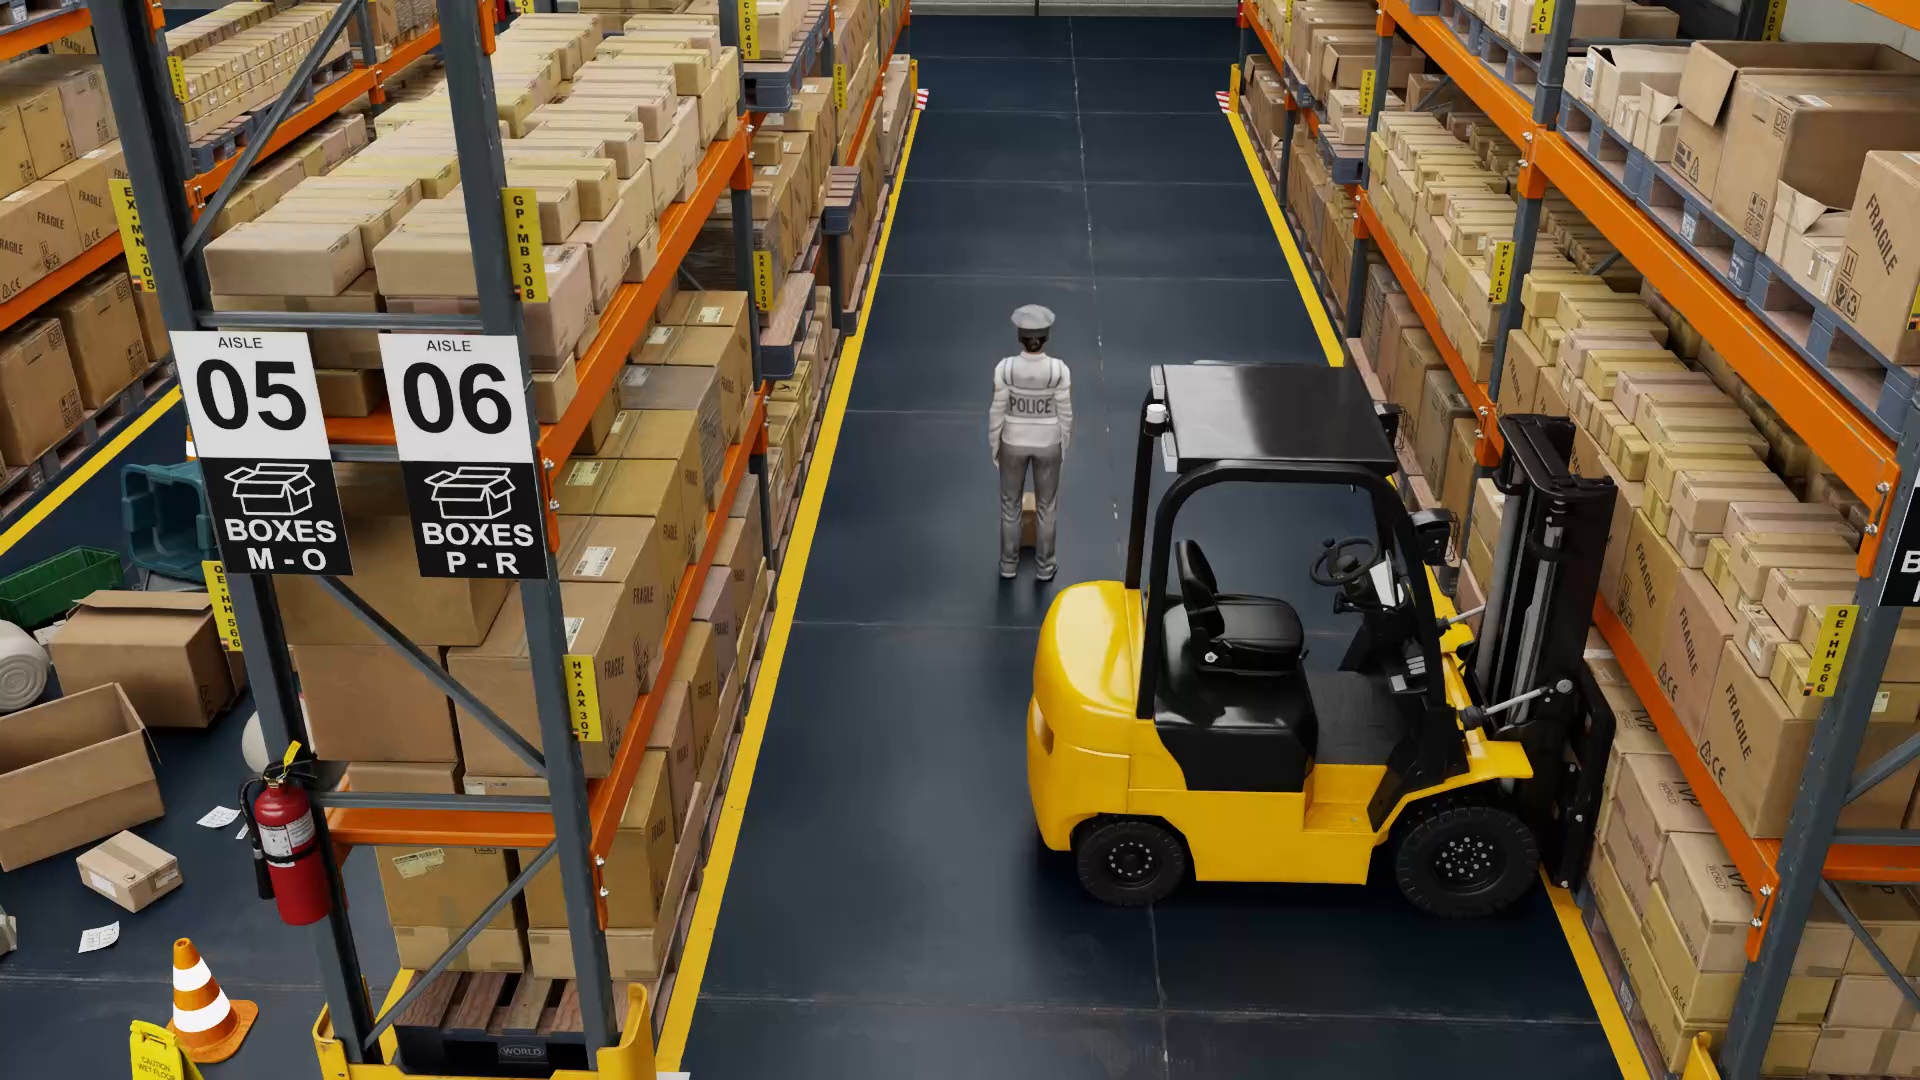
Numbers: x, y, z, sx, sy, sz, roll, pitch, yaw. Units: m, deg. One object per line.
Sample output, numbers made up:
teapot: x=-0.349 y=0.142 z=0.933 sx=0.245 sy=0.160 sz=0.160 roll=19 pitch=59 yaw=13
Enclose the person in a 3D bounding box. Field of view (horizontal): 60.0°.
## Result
person: x=0.381 y=-0.438 z=9.732 sx=0.535 sy=1.399 sz=0.692 roll=1 pitch=28 yaw=2
